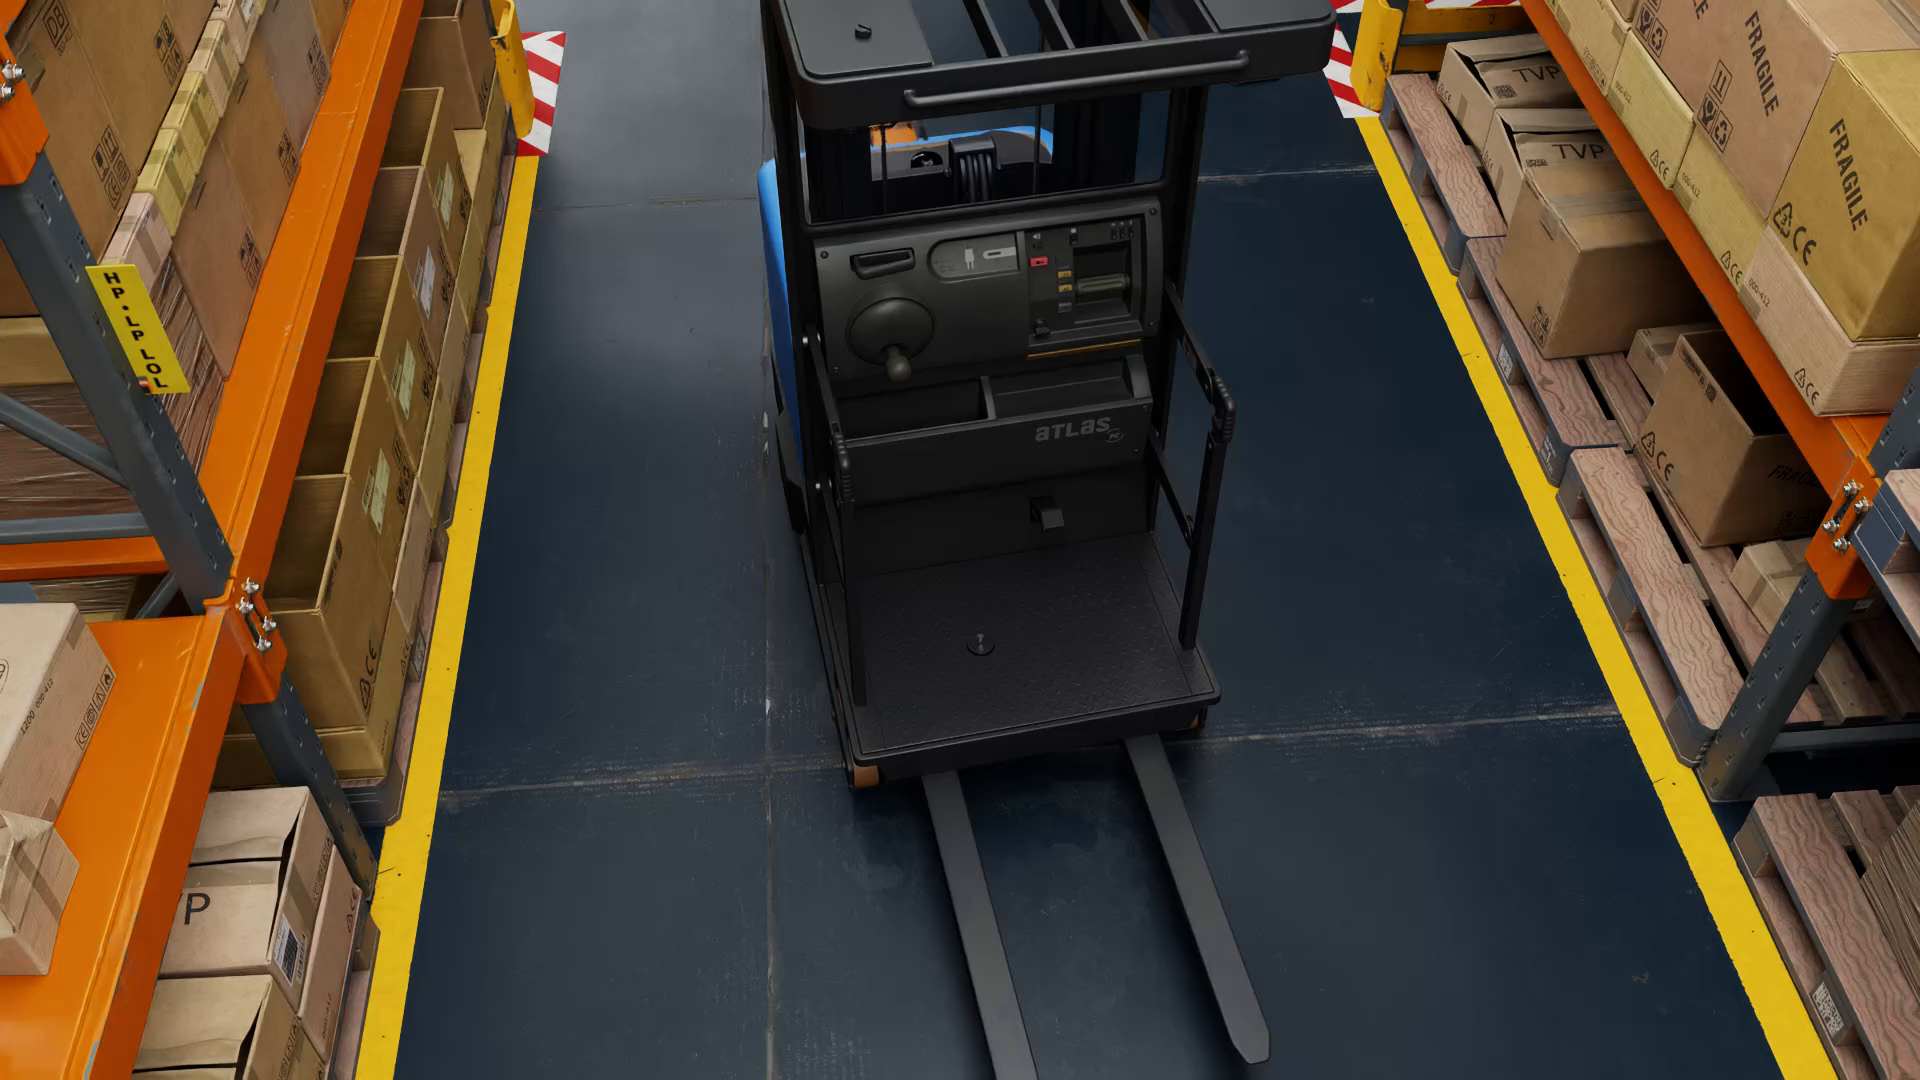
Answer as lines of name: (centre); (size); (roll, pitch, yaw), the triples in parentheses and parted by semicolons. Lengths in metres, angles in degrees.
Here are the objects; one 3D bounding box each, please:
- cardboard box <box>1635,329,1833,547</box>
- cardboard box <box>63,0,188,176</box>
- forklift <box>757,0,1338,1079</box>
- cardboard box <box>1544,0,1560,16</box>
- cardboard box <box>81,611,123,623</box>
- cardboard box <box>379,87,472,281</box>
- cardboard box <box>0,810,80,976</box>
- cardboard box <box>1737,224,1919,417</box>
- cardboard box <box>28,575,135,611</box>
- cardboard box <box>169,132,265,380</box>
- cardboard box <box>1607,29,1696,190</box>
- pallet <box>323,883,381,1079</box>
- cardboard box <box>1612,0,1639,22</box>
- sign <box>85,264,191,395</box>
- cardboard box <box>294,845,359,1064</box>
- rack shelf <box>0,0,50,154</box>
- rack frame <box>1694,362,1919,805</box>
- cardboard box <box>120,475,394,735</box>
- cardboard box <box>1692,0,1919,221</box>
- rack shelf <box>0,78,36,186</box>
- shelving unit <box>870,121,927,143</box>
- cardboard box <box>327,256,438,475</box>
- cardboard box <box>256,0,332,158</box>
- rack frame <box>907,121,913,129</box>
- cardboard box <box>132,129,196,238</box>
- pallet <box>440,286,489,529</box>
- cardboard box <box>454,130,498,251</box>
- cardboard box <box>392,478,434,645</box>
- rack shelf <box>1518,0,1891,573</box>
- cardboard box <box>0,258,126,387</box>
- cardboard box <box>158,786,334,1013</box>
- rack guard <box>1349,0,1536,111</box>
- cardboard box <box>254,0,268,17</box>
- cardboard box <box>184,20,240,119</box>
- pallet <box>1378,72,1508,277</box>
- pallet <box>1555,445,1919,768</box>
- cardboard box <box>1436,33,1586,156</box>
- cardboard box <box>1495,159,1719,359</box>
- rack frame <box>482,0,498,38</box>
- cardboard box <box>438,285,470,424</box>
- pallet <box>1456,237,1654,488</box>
cardboard box: (2.620, -0.351, 5.435); (0.500, 0.500, 0.500); (-7, 47, -6)
cardboard box: (-2.276, -1.174, 3.833); (0.700, 0.500, 0.500); (-4, 47, -3)
forklift: (0.134, -0.563, 4.265); (1.130, 2.935, 3.031); (-9, 47, -8)
cardboard box: (2.231, -2.044, 5.710); (0.500, 0.250, 0.500); (-4, 47, -4)
cardboard box: (-2.446, 0.472, 4.842); (0.500, 0.250, 0.500); (-3, 47, -3)
cardboard box: (-2.084, -1.265, 5.971); (0.500, 0.500, 0.500); (-3, 47, -3)
cardboard box: (-1.932, 0.664, 3.148); (0.396, 0.266, 0.258); (-5, 47, -4)
cardboard box: (2.405, -0.590, 4.333); (0.500, 0.250, 0.500); (-3, 47, -3)
cardboard box: (-2.476, -0.149, 4.913); (0.500, 0.500, 0.500); (-3, 47, -3)
cardboard box: (-2.283, -0.743, 4.319); (0.700, 0.500, 0.500); (-4, 47, -4)
cardboard box: (2.314, -1.314, 5.018); (0.500, 0.250, 0.500); (-4, 47, -4)
pallet: (-2.088, 1.482, 4.201); (1.003, 0.211, 1.213); (-3, 47, -3)
cardboard box: (2.276, -1.949, 5.103); (0.500, 0.500, 0.500); (-2, 47, -2)
sign: (-1.649, -0.418, 3.337); (0.100, 0.325, 0.005); (-3, 47, -3)
cardboard box: (-1.865, 1.076, 4.269); (0.500, 0.250, 0.500); (-4, 47, -4)
rack shelf: (-2.356, -2.238, 4.233); (1.077, 0.370, 4.000); (-3, 47, -3)
rack frame: (2.747, -0.311, 3.979); (1.000, 3.000, 0.127); (-3, 47, -3)
cardboard box: (-1.916, 0.182, 4.600); (0.500, 0.500, 0.500); (-3, 47, -3)
cardboard box: (2.352, -1.208, 4.401); (0.500, 0.500, 0.500); (-4, 47, -4)
rack shelf: (-2.022, 0.656, 1.492); (1.077, 0.370, 4.000); (-3, 47, -3)
shelving unit: (-0.236, -1.091, 6.057); (0.215, 1.050, 0.252); (-9, 46, -9)
cardboard box: (-2.000, -0.542, 5.285); (0.500, 0.500, 0.500); (-3, 47, -3)
cardboard box: (-2.365, -1.477, 5.014); (0.700, 0.500, 0.500); (-2, 47, -2)
rack frame: (-0.264, -1.176, 6.140); (0.200, 1.050, 0.008); (-9, 46, -9)
cardboard box: (-2.063, -0.839, 3.963); (0.380, 0.149, 0.250); (-5, 47, -4)
pallet: (-2.319, -0.511, 6.088); (1.003, 0.211, 1.213); (-3, 47, -3)
cardboard box: (-2.131, -1.369, 6.585); (0.500, 0.250, 0.500); (-3, 47, -3)
cardboard box: (-1.962, 0.078, 5.215); (0.500, 0.250, 0.500); (-3, 47, -3)
rack shelf: (2.580, -1.511, 5.610); (1.077, 0.370, 4.000); (-3, 47, -3)
cardboard box: (-2.018, -0.471, 3.614); (0.380, 0.149, 0.250); (-4, 47, -3)
cardboard box: (-1.869, 0.877, 4.072); (0.500, 0.311, 0.500); (-3, 47, -3)
rack guard: (2.419, -2.290, 7.575); (1.175, 0.500, 0.348); (-3, 47, -3)
cardboard box: (-2.152, -1.591, 4.675); (0.380, 0.149, 0.250); (-4, 47, -4)
cardboard box: (-2.105, -1.210, 4.314); (0.380, 0.149, 0.250); (-5, 47, -5)
pallet: (2.451, -1.601, 7.121); (1.003, 0.211, 1.213); (-3, 47, -3)
pallet: (2.656, 0.164, 5.449); (1.003, 0.211, 1.213); (-3, 47, -3)
cardboard box: (2.380, -1.926, 7.057); (0.500, 0.311, 0.500); (-8, 47, -8)
cardboard box: (2.440, -1.044, 6.092); (0.700, 0.500, 0.500); (-6, 47, -6)
rack frame: (-2.524, -2.901, 6.432); (1.000, 3.000, 0.127); (-3, 47, -3)
cardboard box: (-2.047, -0.646, 5.900); (0.500, 0.250, 0.500); (-3, 47, -3)
pallet: (2.550, -0.721, 6.287); (1.003, 0.211, 1.213); (-3, 47, -3)
